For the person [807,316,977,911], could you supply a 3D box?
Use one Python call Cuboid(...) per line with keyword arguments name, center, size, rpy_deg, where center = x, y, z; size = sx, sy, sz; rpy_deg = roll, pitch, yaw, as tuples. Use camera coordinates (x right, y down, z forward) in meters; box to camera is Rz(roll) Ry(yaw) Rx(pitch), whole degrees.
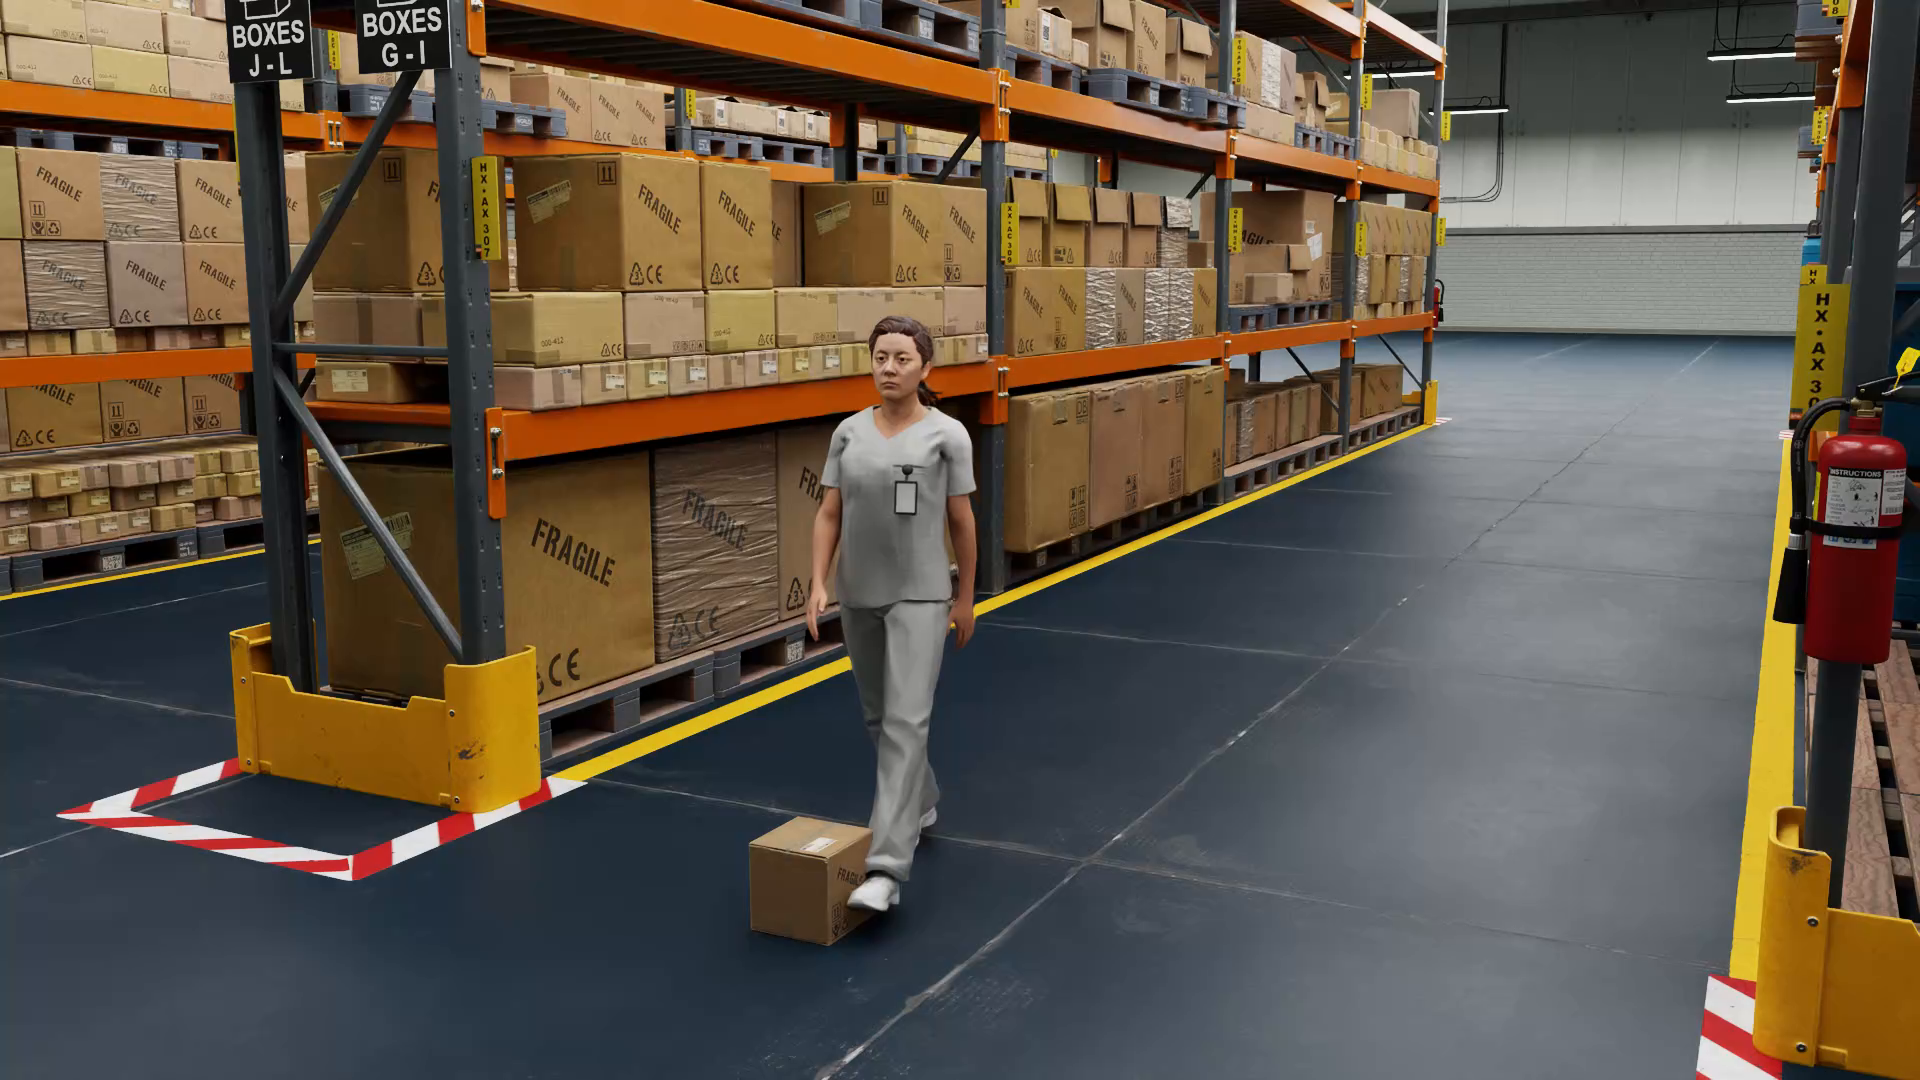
Cuboid(name="person", center=(-0.223, 0.179, 4.774), size=(0.452, 1.627, 0.918), rpy_deg=(4, 10, 21))
